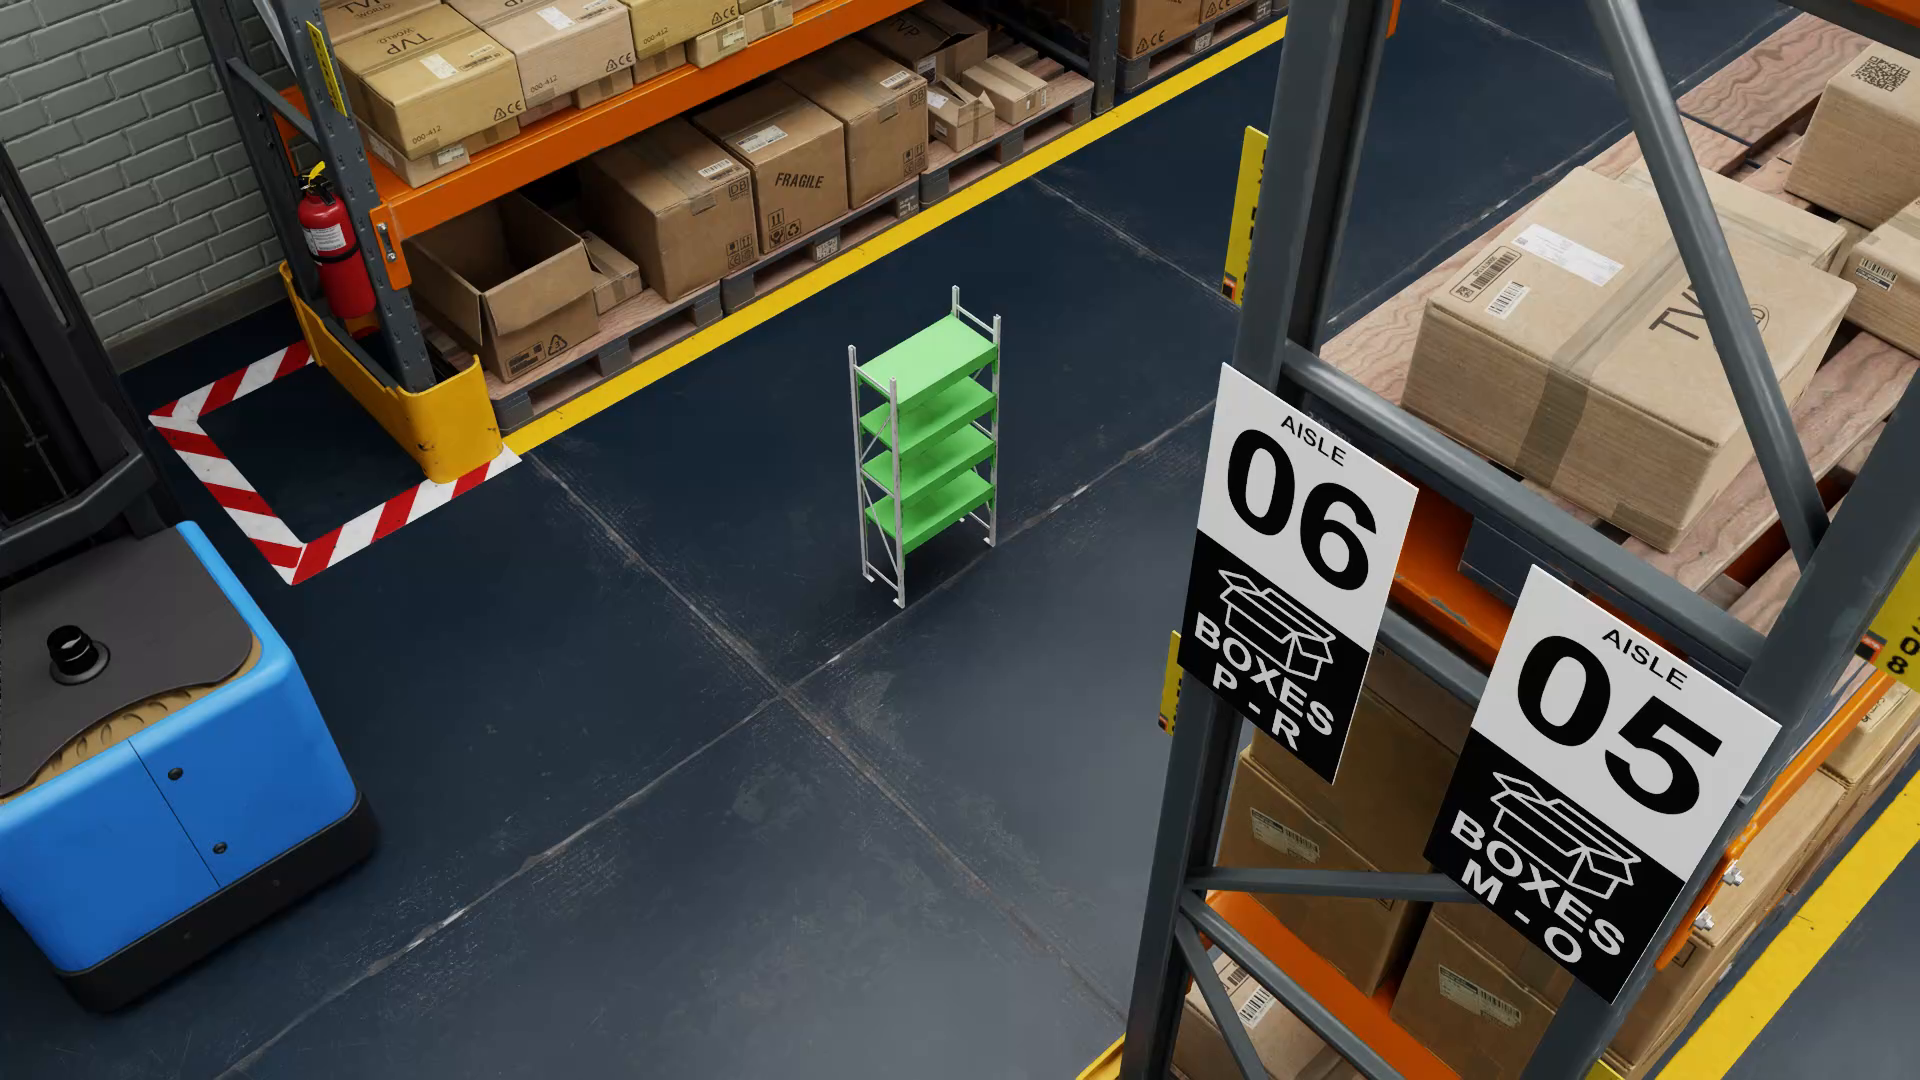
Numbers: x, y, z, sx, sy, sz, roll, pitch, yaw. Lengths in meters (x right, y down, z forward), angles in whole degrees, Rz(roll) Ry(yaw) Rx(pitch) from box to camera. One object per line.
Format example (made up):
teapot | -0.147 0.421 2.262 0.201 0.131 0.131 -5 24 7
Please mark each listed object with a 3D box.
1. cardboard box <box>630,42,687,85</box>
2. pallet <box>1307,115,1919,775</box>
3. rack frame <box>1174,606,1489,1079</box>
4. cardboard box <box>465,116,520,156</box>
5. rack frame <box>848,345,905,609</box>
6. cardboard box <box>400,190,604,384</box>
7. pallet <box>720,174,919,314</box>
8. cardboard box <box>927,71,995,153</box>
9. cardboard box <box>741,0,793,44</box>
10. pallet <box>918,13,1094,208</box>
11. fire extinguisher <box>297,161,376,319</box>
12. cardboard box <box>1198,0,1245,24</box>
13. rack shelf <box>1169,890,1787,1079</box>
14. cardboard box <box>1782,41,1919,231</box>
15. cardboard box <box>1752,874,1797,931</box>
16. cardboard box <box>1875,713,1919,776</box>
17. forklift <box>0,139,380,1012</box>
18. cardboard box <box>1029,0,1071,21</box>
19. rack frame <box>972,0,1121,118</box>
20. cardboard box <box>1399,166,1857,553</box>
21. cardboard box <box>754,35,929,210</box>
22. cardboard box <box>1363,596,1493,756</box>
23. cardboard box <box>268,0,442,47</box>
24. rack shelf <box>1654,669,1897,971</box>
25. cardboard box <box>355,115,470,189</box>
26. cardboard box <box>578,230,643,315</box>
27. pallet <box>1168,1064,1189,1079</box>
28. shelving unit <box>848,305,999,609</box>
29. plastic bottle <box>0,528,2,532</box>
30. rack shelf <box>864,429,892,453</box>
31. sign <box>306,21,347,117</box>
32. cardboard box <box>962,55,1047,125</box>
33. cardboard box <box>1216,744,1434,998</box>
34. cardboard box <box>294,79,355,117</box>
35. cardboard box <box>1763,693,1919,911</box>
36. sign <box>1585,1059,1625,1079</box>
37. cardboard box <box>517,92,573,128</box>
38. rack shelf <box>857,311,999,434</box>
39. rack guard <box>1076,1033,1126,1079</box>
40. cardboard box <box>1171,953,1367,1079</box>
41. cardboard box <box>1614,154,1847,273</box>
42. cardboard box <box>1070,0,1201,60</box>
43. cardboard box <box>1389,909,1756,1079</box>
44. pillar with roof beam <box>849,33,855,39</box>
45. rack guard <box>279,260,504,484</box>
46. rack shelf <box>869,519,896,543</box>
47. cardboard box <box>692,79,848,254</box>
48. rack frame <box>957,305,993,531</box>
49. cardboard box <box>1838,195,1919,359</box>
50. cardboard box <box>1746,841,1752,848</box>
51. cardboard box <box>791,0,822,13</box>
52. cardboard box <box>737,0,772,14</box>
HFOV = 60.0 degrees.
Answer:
cardboard box | -1.340 -2.053 6.827 0.250 0.149 0.380 -33 55 -27
pallet | 1.368 -0.261 3.023 1.213 0.211 1.003 -34 56 -27
rack frame | 0.823 1.096 3.751 0.053 2.616 0.949 -34 56 -27
cardboard box | -1.932 -1.678 6.482 0.250 0.149 0.380 -32 55 -26
rack frame | -0.303 -0.204 6.175 0.015 1.200 0.240 -34 56 -27
cardboard box | -2.000 -1.146 7.232 0.637 0.503 0.797 -36 57 -28
pallet | -0.969 -1.686 8.215 1.213 0.211 1.003 -34 56 -27
cardboard box | -0.036 -2.180 8.349 0.258 0.266 0.396 -32 55 -26
cardboard box | -0.921 -2.278 7.035 0.250 0.149 0.380 -33 55 -26
pallet | -0.066 -2.292 8.775 1.213 0.211 1.003 -34 56 -27
fire extinguisher | -2.314 -1.122 6.104 0.183 0.674 0.296 -34 56 -27
cardboard box | 1.340 -3.257 9.182 0.500 0.500 0.500 -34 56 -28
rack shelf | 2.305 0.353 4.926 4.000 0.370 1.077 -34 56 -27
cardboard box | 1.967 -0.778 3.146 0.500 0.311 0.500 -33 55 -27
cardboard box | 1.729 0.718 4.032 0.500 0.500 0.500 -35 56 -28
cardboard box | 2.126 0.125 3.899 0.500 0.500 0.500 -34 56 -27
forklift | -0.095 1.497 3.488 2.598 2.843 11.329 -32 55 -26
cardboard box | 0.904 -3.513 9.317 1.298 0.649 0.516 -32 55 -26
rack frame | 0.443 -3.577 8.063 0.127 3.000 1.000 -34 56 -27
cardboard box | 1.098 -0.316 2.761 0.500 0.250 0.500 34 56 27
cardboard box | -0.573 -2.059 8.078 0.500 0.500 0.700 -36 57 -28
cardboard box | 0.956 0.219 3.371 0.250 0.149 0.380 -33 55 -27
cardboard box | -2.355 -2.021 6.527 0.500 0.250 0.500 -32 55 -26
rack shelf | 5.639 2.539 1.888 4.000 1.870 10.987 -34 56 -27
cardboard box | -2.089 -1.527 6.342 0.250 0.149 0.380 -34 56 -27
cardboard box | -1.660 -1.214 7.537 0.250 0.149 0.380 -36 57 -28
pallet | 1.365 1.606 5.178 1.213 0.211 1.003 -34 56 -27
shelving unit | 7.177 1.156 4.921 8.595 1.200 13.061 -34 56 -27
plastic bottle | 8.823 1.407 4.317 19.643 1.306 14.076 35 56 28
rack shelf | -0.122 -0.464 6.136 0.442 0.029 0.199 -34 56 -27
sign | -2.151 -1.598 5.647 0.005 0.325 0.100 -34 56 -27
cardboard box | 0.229 -2.317 8.554 0.250 0.149 0.380 -35 56 -28
cardboard box | 1.004 0.682 4.065 0.500 0.500 0.500 -33 56 -27
cardboard box | -2.452 -1.824 6.616 0.250 0.149 0.380 -34 56 -28
cardboard box | 1.750 0.384 3.660 0.500 0.500 0.500 -35 56 -28
sign | 1.195 1.083 3.121 0.005 0.325 0.100 -34 56 -27
cardboard box | -1.760 -1.827 6.619 0.250 0.149 0.380 -34 56 -28
rack shelf | -0.122 -0.607 5.981 0.480 0.148 0.258 -34 56 -27
rack guard | 0.808 1.958 4.657 0.348 0.500 1.175 -34 56 -27
cardboard box | 1.247 1.444 4.888 0.875 0.438 0.875 -36 57 -28
cardboard box | 1.354 -0.532 3.030 0.380 0.149 0.250 35 56 28
cardboard box | 0.952 -2.988 8.935 0.500 0.500 0.500 -31 55 -26
cardboard box | 1.374 0.983 3.787 0.500 0.500 0.500 -34 56 -27
pillar with roof beam | 2.218 -3.416 3.832 0.400 9.000 9.100 -34 56 -27
rack guard | -2.460 -0.789 7.191 0.348 0.500 1.175 -34 56 -27
rack shelf | -0.122 -0.138 6.489 0.442 0.029 0.199 -34 56 -27
cardboard box | -0.883 -1.753 7.795 0.500 0.500 0.500 -33 55 -27
rack frame | 0.058 -0.446 6.398 0.006 1.046 0.228 -34 56 -27
cardboard box | 1.785 -0.423 2.929 0.250 0.149 0.380 -32 55 -26
cardboard box | 1.275 0.480 3.129 0.250 0.149 0.380 -33 55 -26
cardboard box | -0.777 -2.443 7.188 0.250 0.149 0.380 -34 56 -27
cardboard box | -0.890 -2.493 6.962 0.500 0.250 0.500 -35 56 -28
